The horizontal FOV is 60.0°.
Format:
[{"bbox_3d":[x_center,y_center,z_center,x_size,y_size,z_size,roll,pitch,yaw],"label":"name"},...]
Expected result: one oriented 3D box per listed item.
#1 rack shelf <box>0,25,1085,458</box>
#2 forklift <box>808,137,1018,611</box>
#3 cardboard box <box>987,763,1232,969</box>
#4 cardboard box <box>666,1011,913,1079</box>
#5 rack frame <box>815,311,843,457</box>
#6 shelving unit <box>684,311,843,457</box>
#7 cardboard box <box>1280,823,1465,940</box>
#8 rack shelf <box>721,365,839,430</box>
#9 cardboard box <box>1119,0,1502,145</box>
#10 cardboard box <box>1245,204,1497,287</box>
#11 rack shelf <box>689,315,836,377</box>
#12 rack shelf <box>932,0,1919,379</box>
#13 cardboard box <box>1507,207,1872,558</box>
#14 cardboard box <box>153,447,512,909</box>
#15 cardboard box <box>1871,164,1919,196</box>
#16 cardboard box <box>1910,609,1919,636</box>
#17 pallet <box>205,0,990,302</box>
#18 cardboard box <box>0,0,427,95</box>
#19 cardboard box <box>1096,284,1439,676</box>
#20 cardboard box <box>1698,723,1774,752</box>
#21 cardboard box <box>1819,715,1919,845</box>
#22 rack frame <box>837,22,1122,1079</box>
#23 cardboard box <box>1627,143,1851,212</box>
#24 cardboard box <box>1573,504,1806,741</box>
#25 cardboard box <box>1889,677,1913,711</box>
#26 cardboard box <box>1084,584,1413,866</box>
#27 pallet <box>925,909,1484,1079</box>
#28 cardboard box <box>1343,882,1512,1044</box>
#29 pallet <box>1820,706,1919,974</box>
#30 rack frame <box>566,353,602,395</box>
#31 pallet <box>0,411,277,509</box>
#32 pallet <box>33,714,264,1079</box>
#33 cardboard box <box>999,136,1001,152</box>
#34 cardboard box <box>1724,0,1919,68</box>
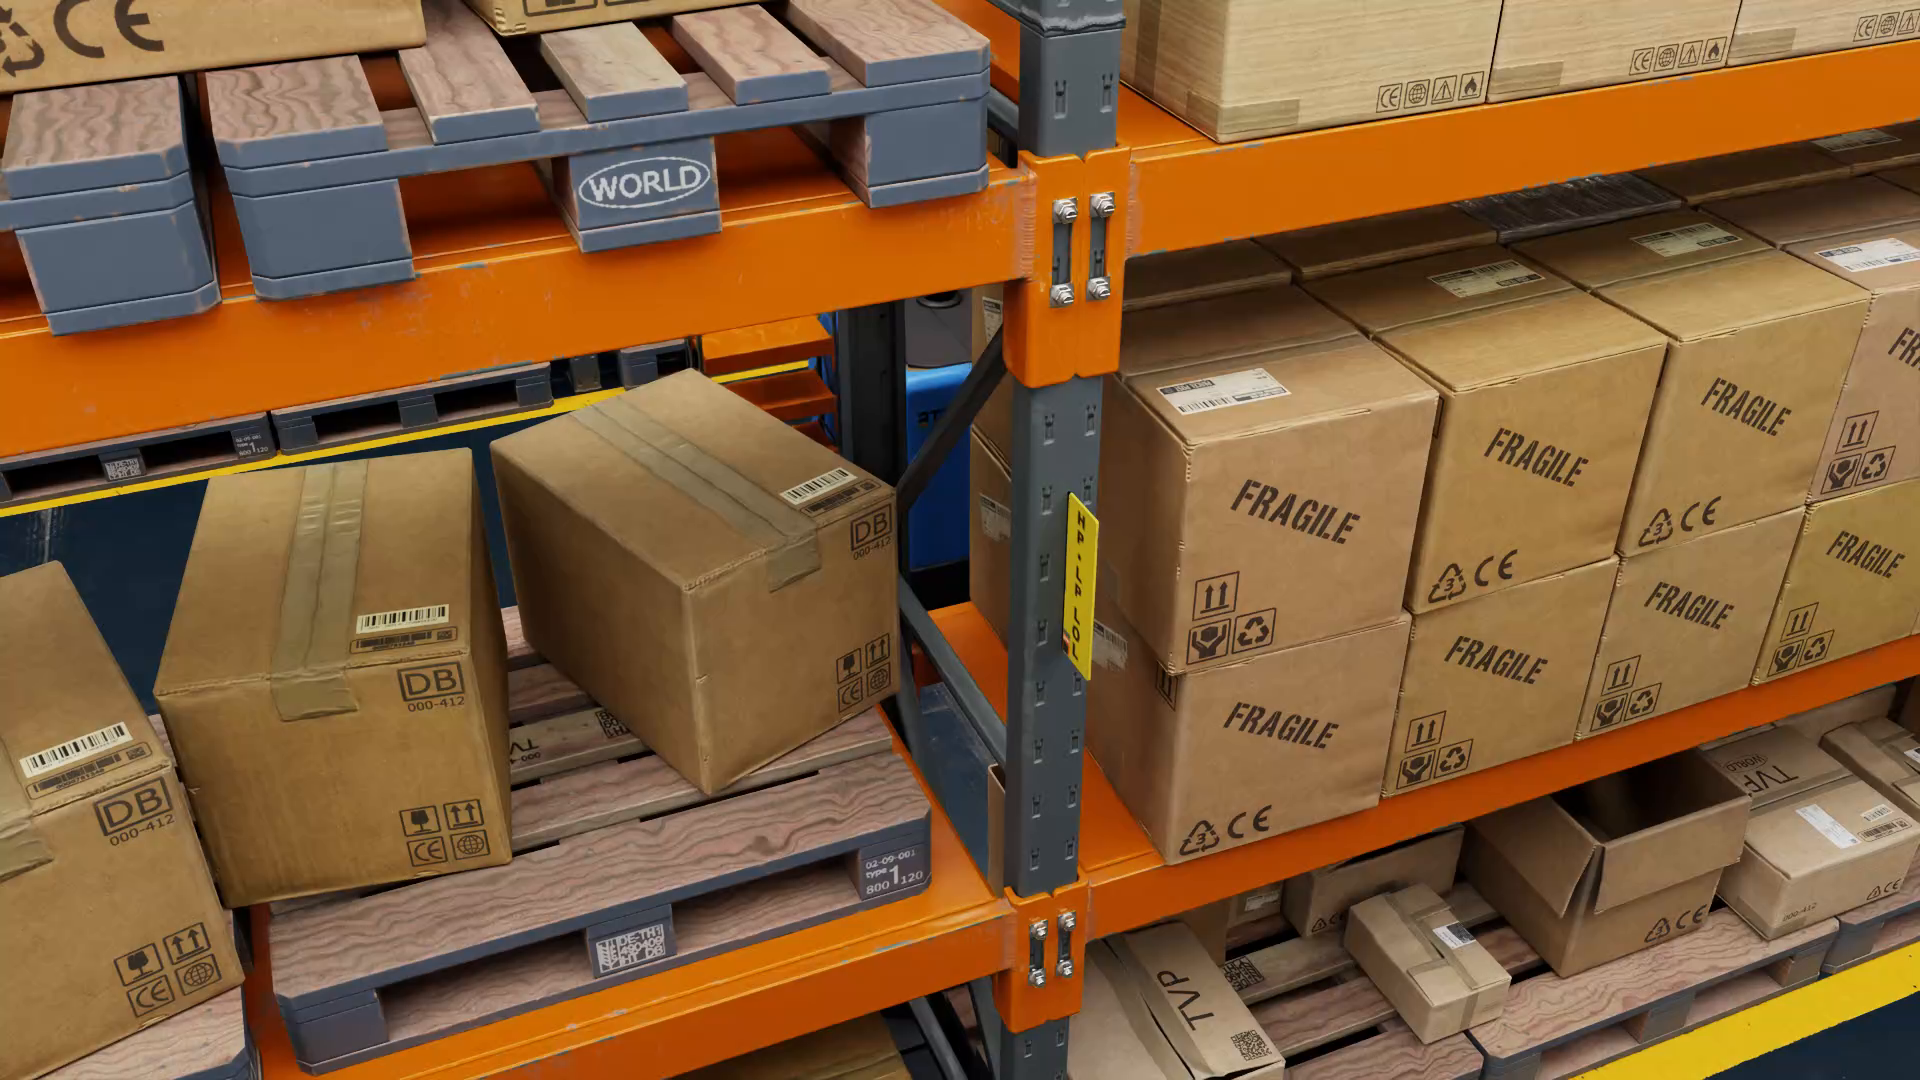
[{"bbox_3d":[-1.860,-0.244,2.284,4.000,0.370,1.077,-13,35,-19],"label":"rack shelf"},{"bbox_3d":[0.961,-1.406,6.223,3.031,2.935,1.130,-12,35,-18],"label":"forklift"},{"bbox_3d":[0.400,0.890,4.521,0.500,0.500,0.500,-13,35,-19],"label":"cardboard box"},{"bbox_3d":[-0.360,1.401,3.735,0.500,0.500,0.500,-13,35,-19],"label":"cardboard box"},{"bbox_3d":[-0.488,-0.400,6.265,0.015,1.200,0.240,-12,35,-18],"label":"rack frame"},{"bbox_3d":[-0.714,-0.351,6.190,0.503,1.200,0.258,-12,35,-18],"label":"shelving unit"},{"bbox_3d":[1.092,0.810,4.816,0.500,0.311,0.500,-13,35,-19],"label":"cardboard box"},{"bbox_3d":[-0.714,-0.482,6.104,0.480,0.148,0.258,-12,35,-18],"label":"rack shelf"},{"bbox_3d":[0.529,-0.884,2.745,0.500,0.250,0.500,-13,35,-19],"label":"cardboard box"},{"bbox_3d":[0.822,-0.518,3.788,0.500,0.500,0.500,-14,35,-20],"label":"cardboard box"},{"bbox_3d":[-0.714,-0.681,5.975,0.480,0.148,0.258,-12,35,-18],"label":"rack shelf"},{"bbox_3d":[1.829,-1.089,3.582,4.000,0.370,1.077,-13,35,-19],"label":"rack shelf"},{"bbox_3d":[1.478,-0.347,3.525,0.500,0.500,0.500,-14,36,-20],"label":"cardboard box"},{"bbox_3d":[-1.148,0.236,3.160,0.500,0.500,0.700,-8,34,-11],"label":"cardboard box"},{"bbox_3d":[2.427,-0.565,3.860,0.500,0.500,0.500,-12,35,-18],"label":"cardboard box"},{"bbox_3d":[2.426,-0.152,4.142,0.500,0.500,0.500,-13,35,-19],"label":"cardboard box"},{"bbox_3d":[-0.644,-0.787,2.631,1.003,0.211,1.213,-13,35,-19],"label":"pallet"},{"bbox_3d":[-1.116,-1.006,2.227,0.600,0.600,0.600,-13,35,-19],"label":"cardboard box"},{"bbox_3d":[0.528,-0.130,3.191,0.500,0.500,0.500,-12,35,-18],"label":"cardboard box"},{"bbox_3d":[2.139,0.596,5.201,0.500,0.250,0.500,-13,35,-19],"label":"cardboard box"},{"bbox_3d":[2.858,0.727,5.077,0.250,0.166,0.380,-13,35,-19],"label":"cardboard box"},{"bbox_3d":[-0.015,0.289,3.555,0.127,3.000,1.000,-13,35,-19],"label":"rack frame"},{"bbox_3d":[1.751,-0.730,4.113,0.500,0.500,0.500,-13,35,-19],"label":"cardboard box"},{"bbox_3d":[1.493,0.062,3.812,0.500,0.500,0.500,-13,35,-19],"label":"cardboard box"},{"bbox_3d":[2.923,0.416,5.555,0.250,0.166,0.380,-13,35,-19],"label":"cardboard box"},{"bbox_3d":[0.560,0.277,3.483,0.500,0.500,0.500,-12,35,-18],"label":"cardboard box"},{"bbox_3d":[0.618,1.314,4.538,1.213,0.211,1.003,-13,35,-19],"label":"pallet"},{"bbox_3d":[1.249,1.125,4.465,0.250,0.166,0.380,-13,35,-19],"label":"cardboard box"},{"bbox_3d":[2.868,0.798,5.330,1.213,0.211,1.003,-13,35,-19],"label":"pallet"},{"bbox_3d":[-1.937,-2.201,7.382,0.127,3.000,1.000,-13,35,-19],"label":"rack frame"},{"bbox_3d":[-3.745,-0.572,7.435,1.213,0.211,1.003,-13,35,-19],"label":"pallet"},{"bbox_3d":[-1.912,0.801,2.944,1.213,0.211,1.003,-13,35,-19],"label":"pallet"},{"bbox_3d":[0.251,-2.161,8.632,0.250,0.149,0.380,-12,35,-18],"label":"cardboard box"},{"bbox_3d":[1.453,-1.092,3.065,0.500,0.250,0.500,-13,35,-19],"label":"cardboard box"}]
